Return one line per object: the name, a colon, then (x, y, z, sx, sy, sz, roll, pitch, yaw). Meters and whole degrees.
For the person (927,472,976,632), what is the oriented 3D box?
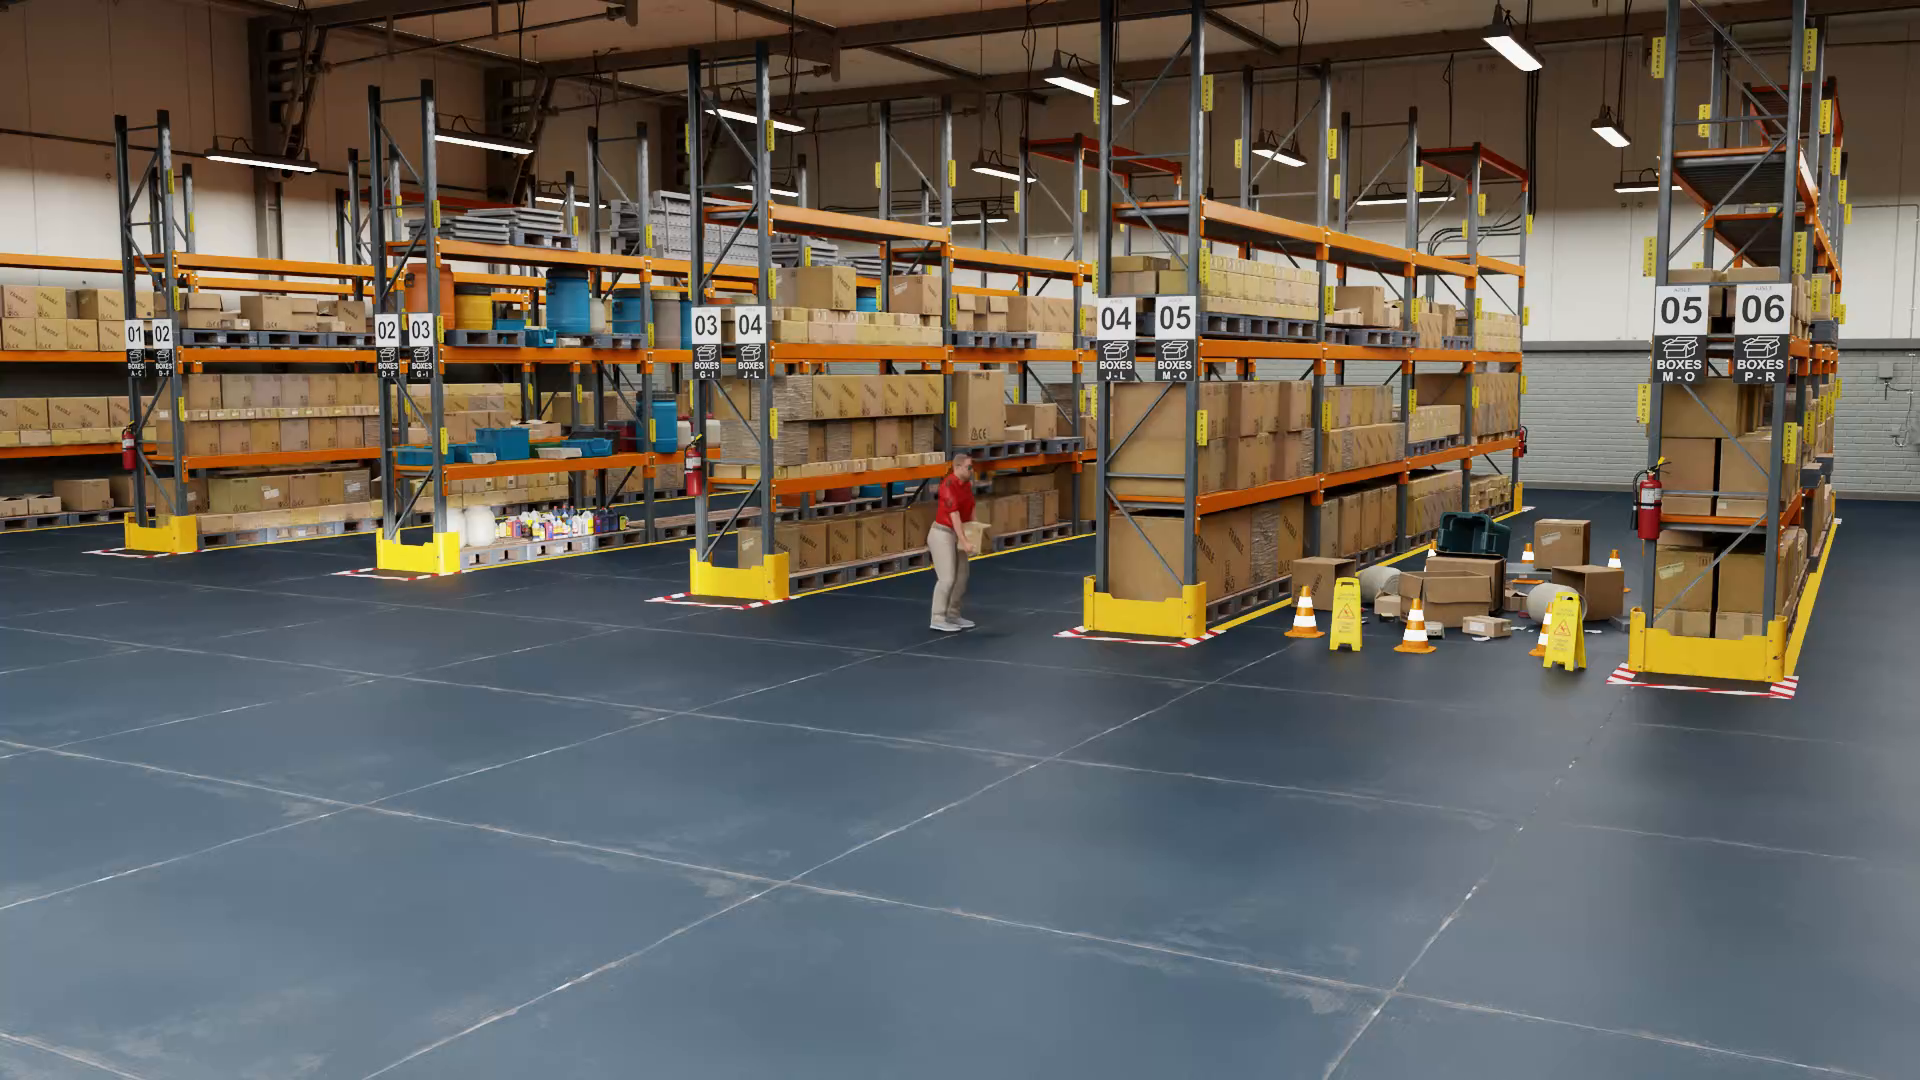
person: (-0.081, 0.105, 16.192, 0.404, 1.533, 0.483, 3, 7, 27)
